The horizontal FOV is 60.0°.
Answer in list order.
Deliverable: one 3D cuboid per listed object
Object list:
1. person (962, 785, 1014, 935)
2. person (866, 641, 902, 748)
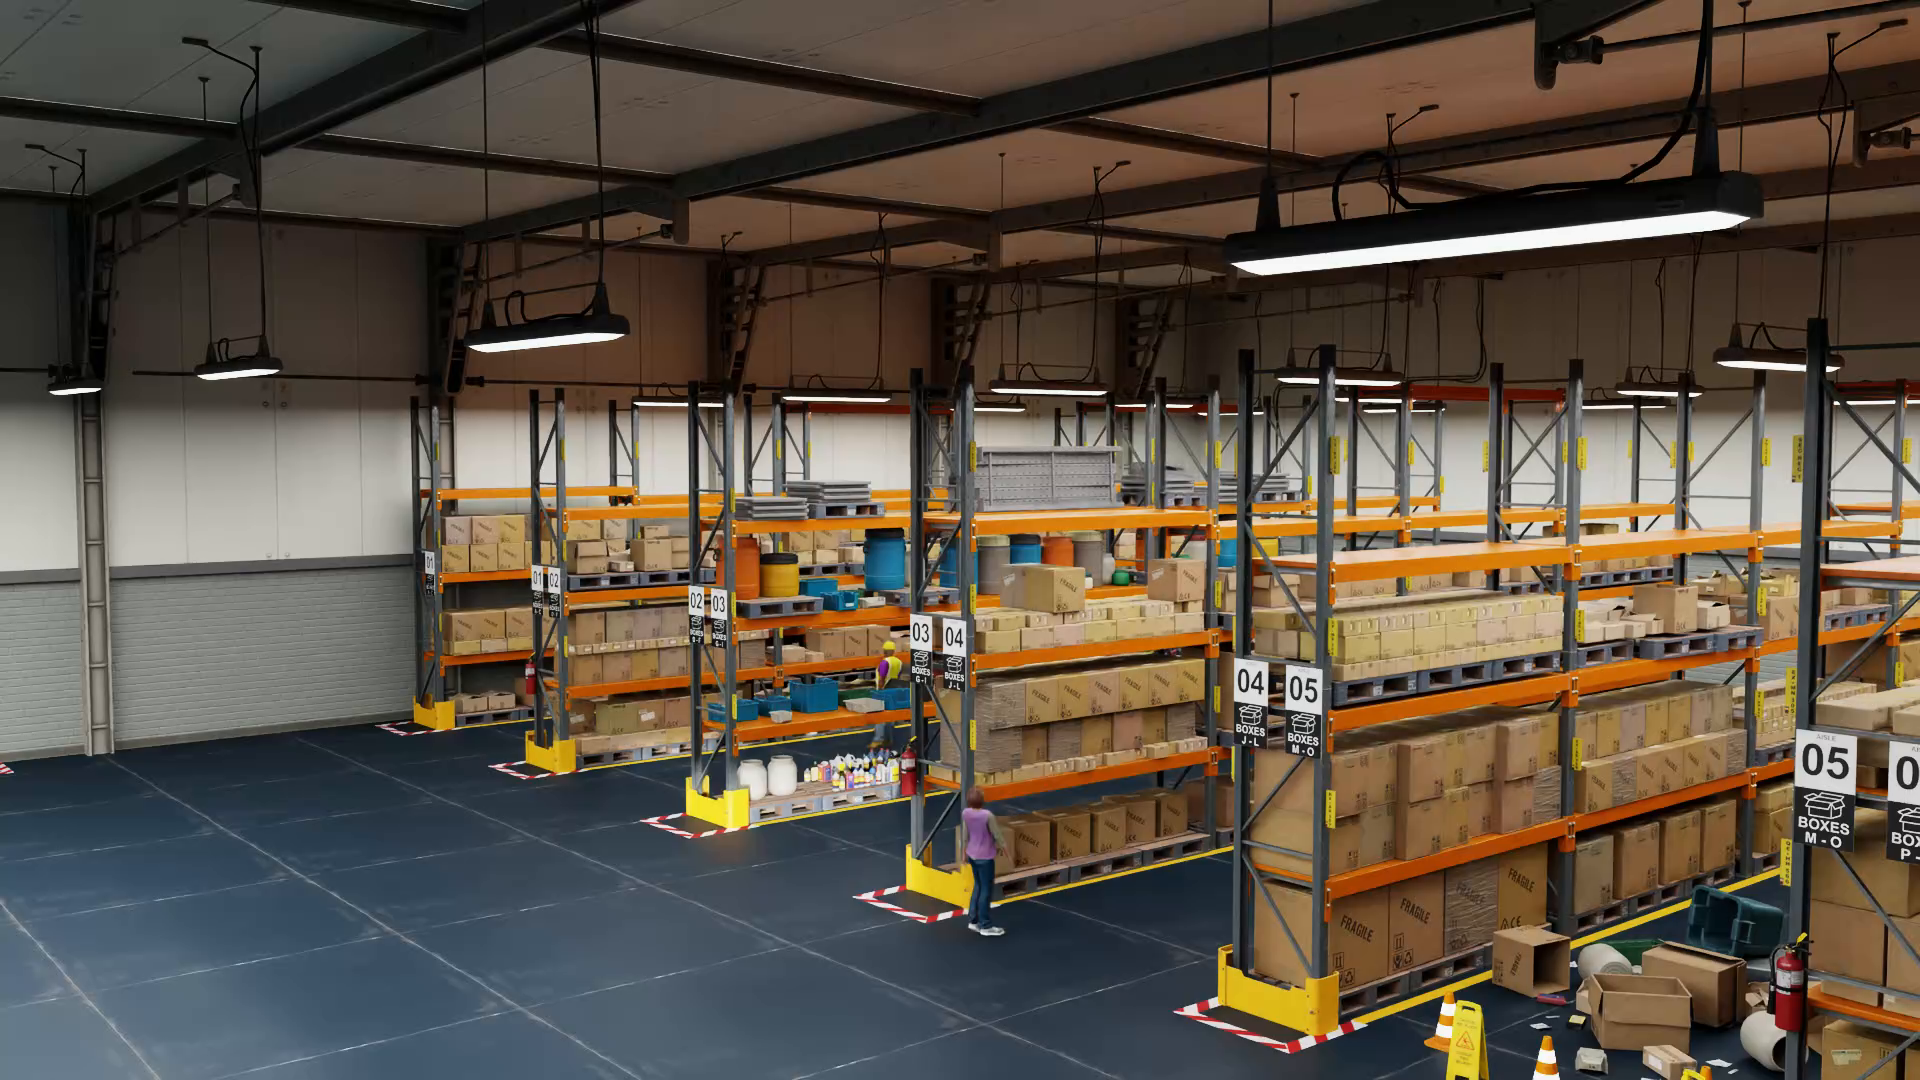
[{"bbox_3d":[0.271,3.355,17.383,0.496,1.629,0.456,-2,4,-30],"label":"person"},{"bbox_3d":[-1.271,2.622,28.284,0.388,1.799,0.658,2,4,36],"label":"person"}]
